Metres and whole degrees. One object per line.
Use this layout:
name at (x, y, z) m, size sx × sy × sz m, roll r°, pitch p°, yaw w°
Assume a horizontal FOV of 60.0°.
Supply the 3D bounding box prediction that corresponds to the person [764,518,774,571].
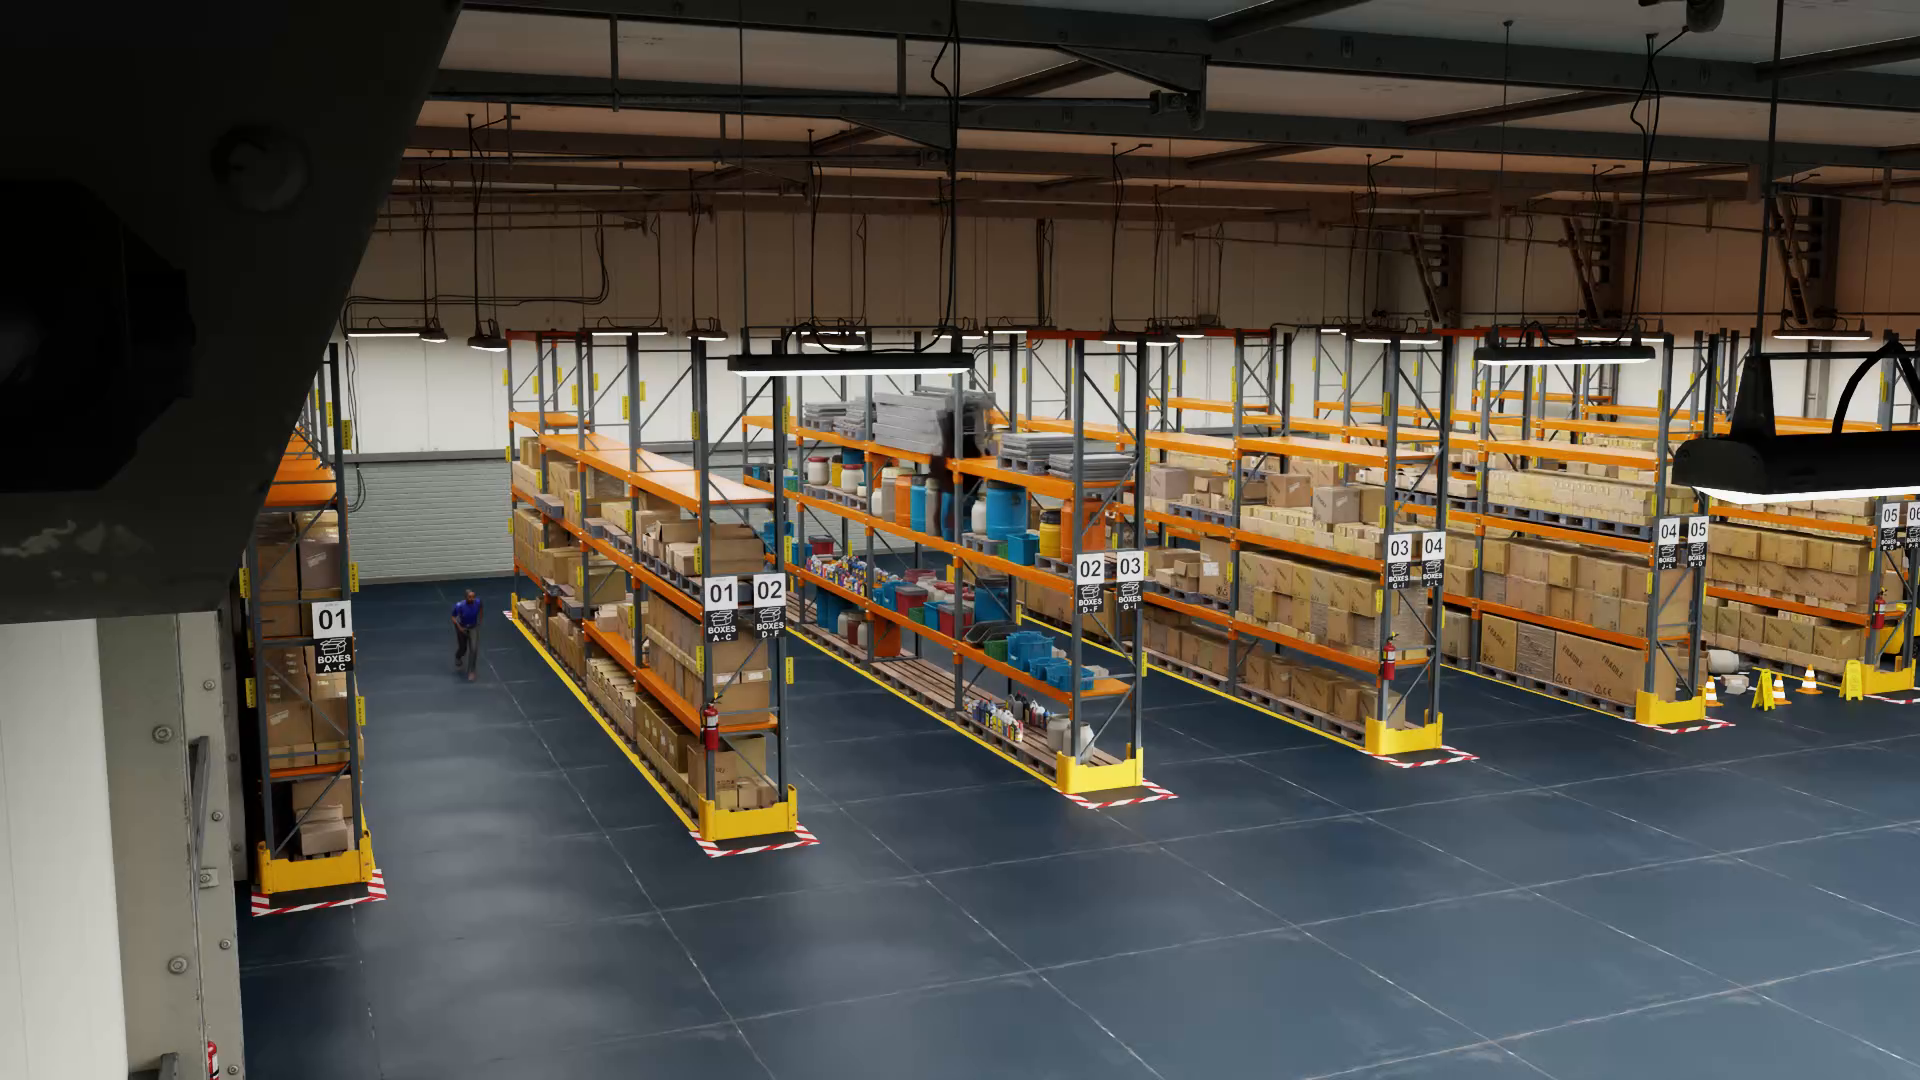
person at (-4.321, 0.115, 39.388) m, size 0.743 × 1.808 × 0.760 m, roll 0°, pitch 8°, yaw 0°

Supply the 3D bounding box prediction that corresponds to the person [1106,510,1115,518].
person at (3.723, -0.082, 41.407) m, size 0.652 × 1.647 × 0.772 m, roll 3°, pitch 8°, yaw 18°

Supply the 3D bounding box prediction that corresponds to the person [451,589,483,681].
person at (-8.667, 1.612, 29.162) m, size 0.598 × 1.618 × 0.959 m, roll -6°, pitch 10°, yaw -36°
